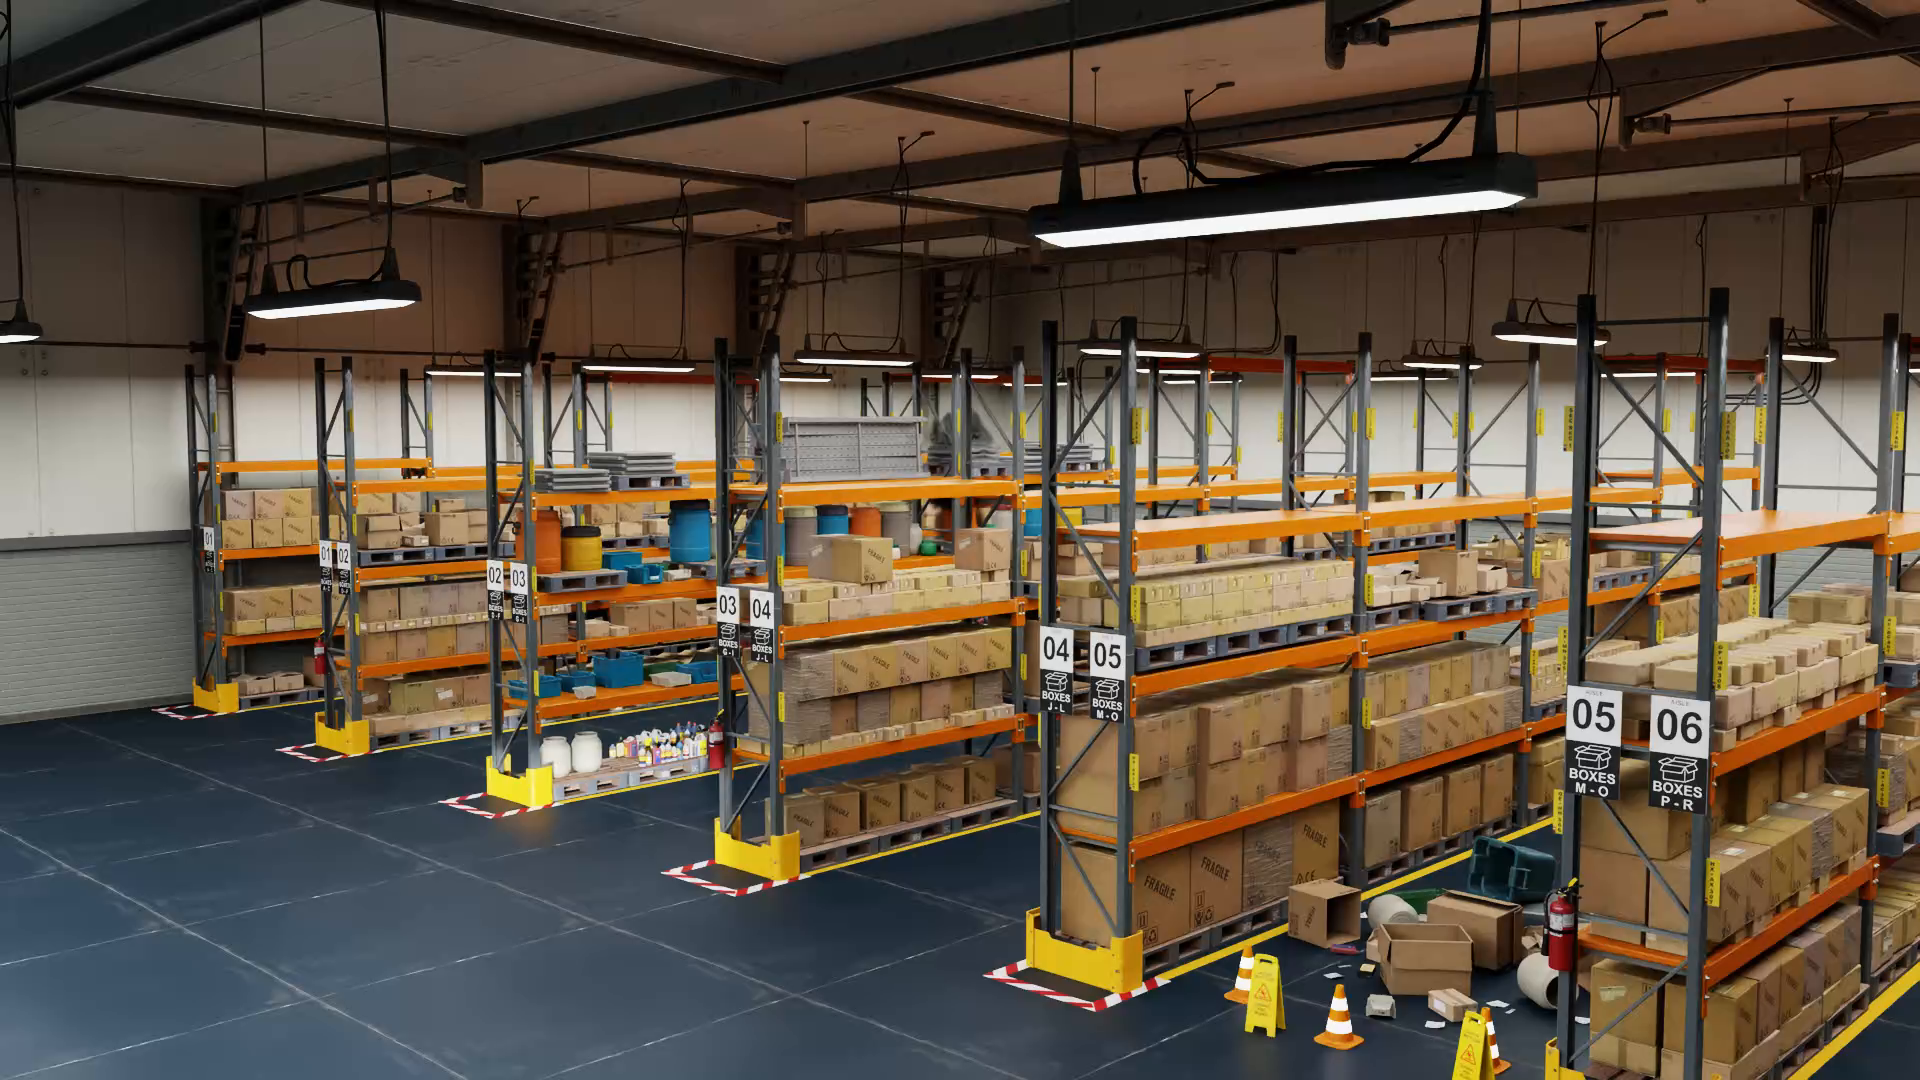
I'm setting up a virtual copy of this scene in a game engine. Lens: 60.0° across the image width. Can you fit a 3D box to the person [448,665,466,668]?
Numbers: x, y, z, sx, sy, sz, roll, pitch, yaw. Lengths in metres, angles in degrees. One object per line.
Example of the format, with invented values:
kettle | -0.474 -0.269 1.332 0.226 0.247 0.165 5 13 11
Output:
person | -8.893 2.049 29.387 0.806 1.825 0.722 2 5 23
